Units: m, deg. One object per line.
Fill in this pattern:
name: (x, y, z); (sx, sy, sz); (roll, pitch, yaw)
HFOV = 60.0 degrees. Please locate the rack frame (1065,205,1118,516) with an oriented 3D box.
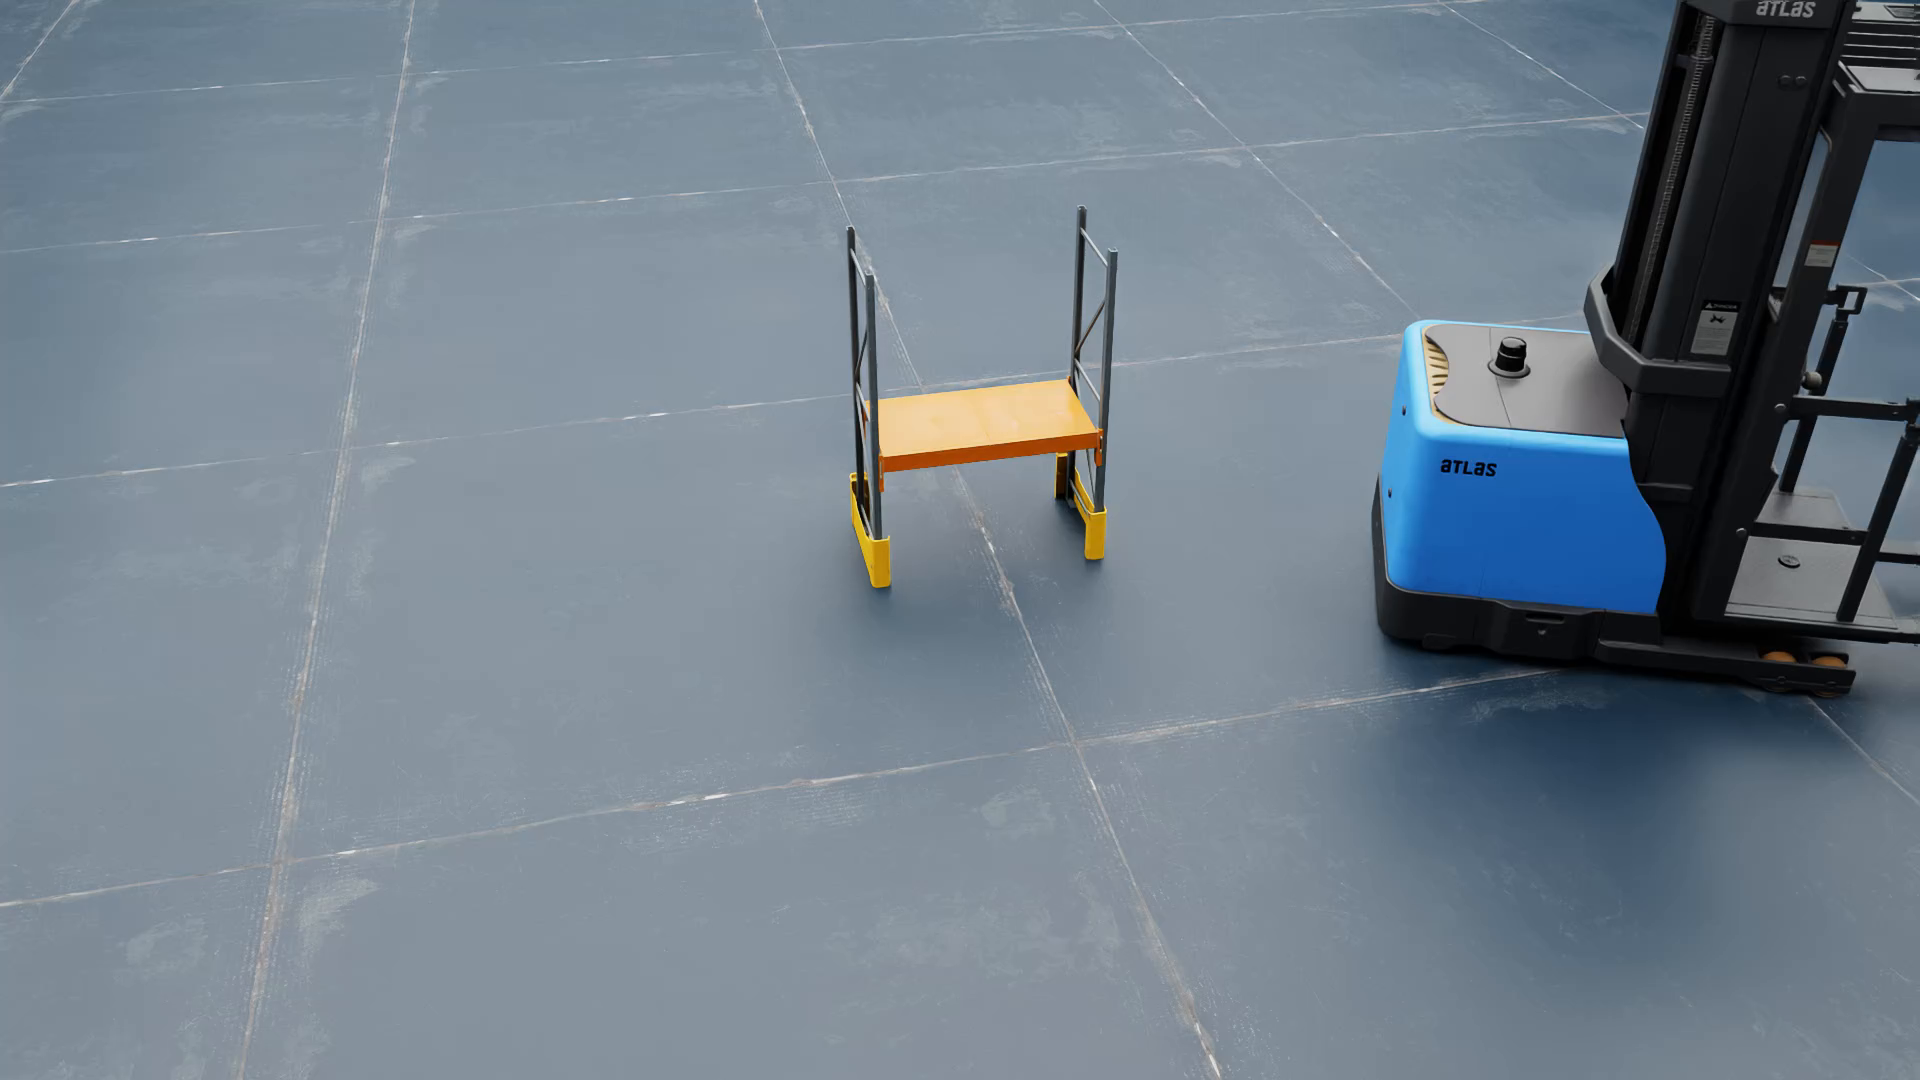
rack frame: (0.579, -0.696, 7.441); (0.032, 1.500, 0.500); (-7, 35, -11)

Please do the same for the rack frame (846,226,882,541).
rack frame: (-0.413, -0.571, 7.255); (0.032, 1.500, 0.500); (-7, 35, -11)

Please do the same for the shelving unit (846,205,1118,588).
shelving unit: (0.074, -0.632, 7.346); (1.083, 1.500, 0.587); (-7, 35, -11)

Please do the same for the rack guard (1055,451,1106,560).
rack guard: (0.560, -0.174, 7.786); (0.087, 0.250, 0.587); (-7, 35, -11)

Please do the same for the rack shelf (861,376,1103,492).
rack shelf: (0.083, -0.484, 7.448); (1.000, 0.185, 0.538); (-7, 35, -11)

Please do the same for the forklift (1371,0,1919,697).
forklift: (3.348, -0.896, 6.455); (3.031, 2.935, 1.130); (5, 34, 8)

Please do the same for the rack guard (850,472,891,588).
rack guard: (-0.411, -0.052, 7.603); (0.087, 0.250, 0.587); (-7, 35, -11)
